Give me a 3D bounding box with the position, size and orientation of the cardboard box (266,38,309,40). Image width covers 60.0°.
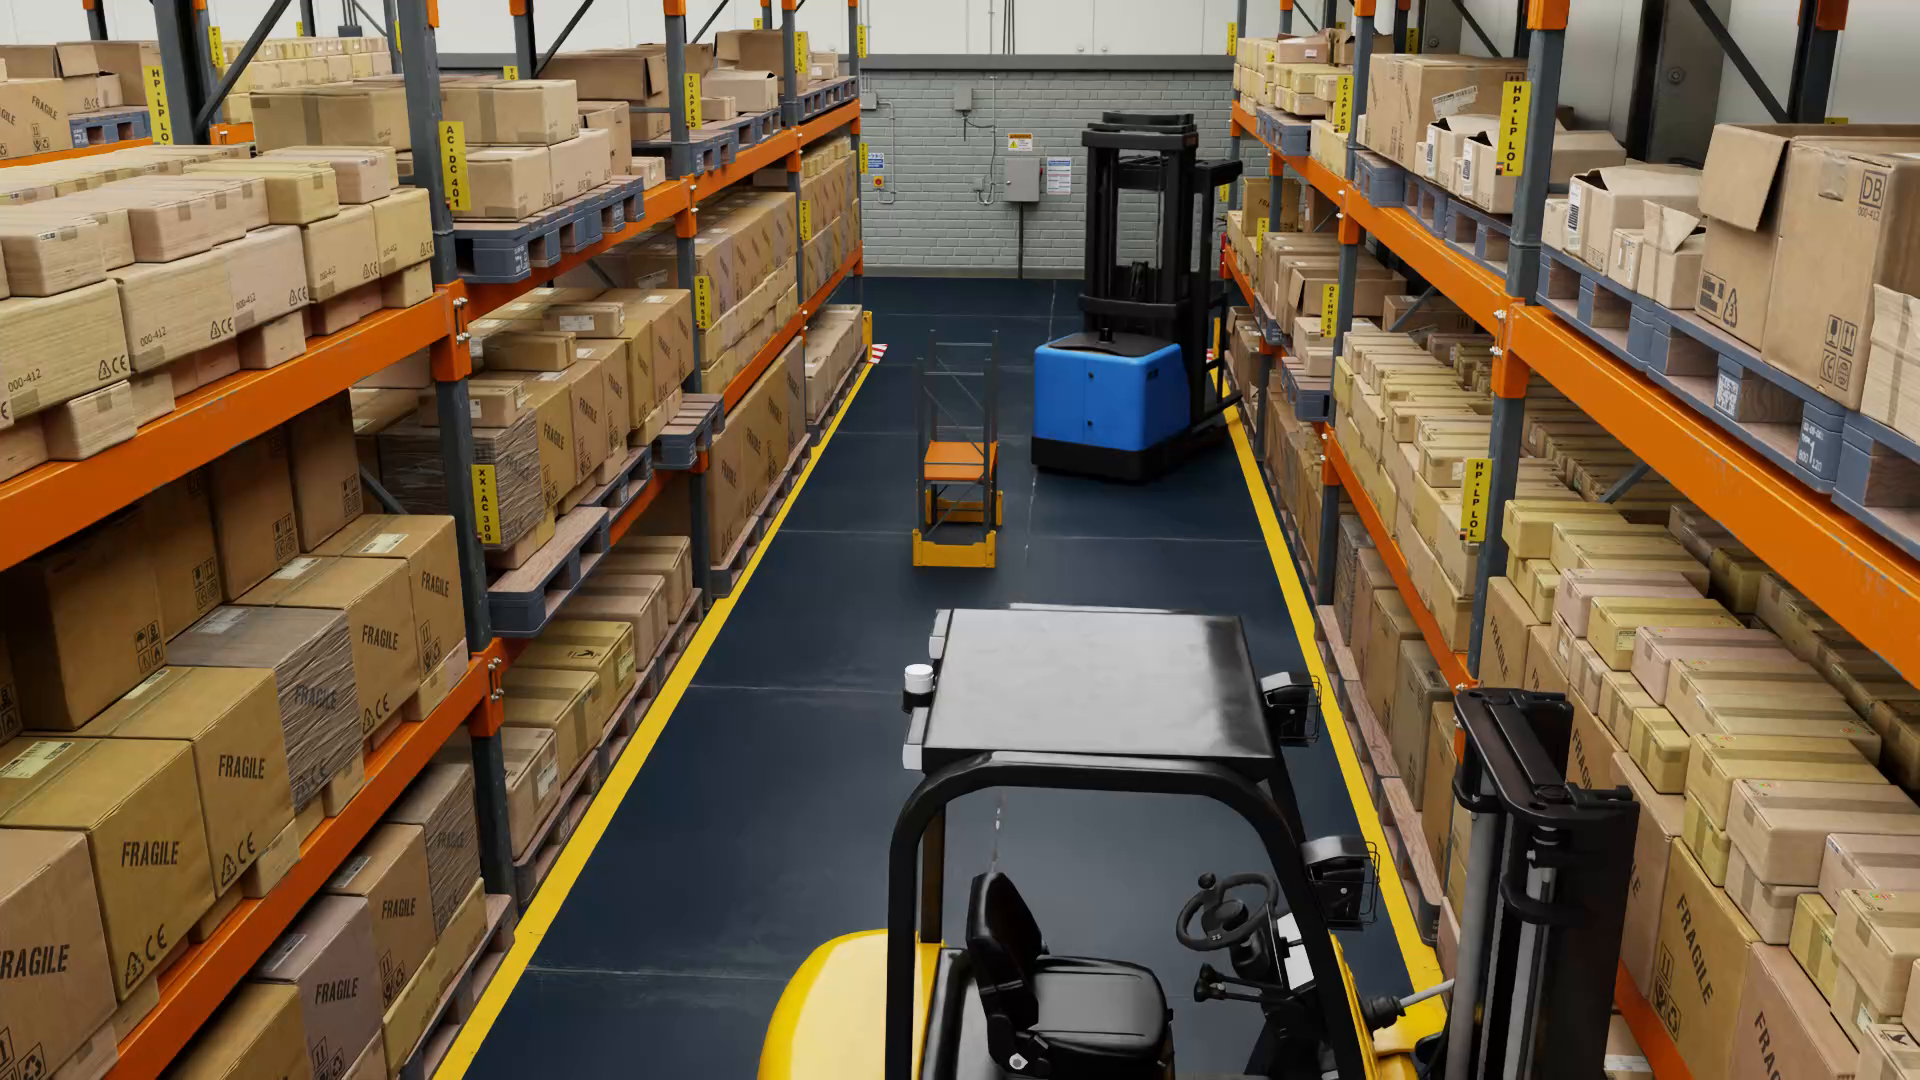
[{"bbox_3d":[-6.903,-5.071,17.061,0.380,0.149,0.250,1,18,4],"label":"cardboard box"}]

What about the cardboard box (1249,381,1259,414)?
[{"bbox_3d":[2.857,-1.306,15.308,0.396,0.266,0.258,2,18,6],"label":"cardboard box"}]

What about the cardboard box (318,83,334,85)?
[{"bbox_3d":[-6.390,-4.275,16.077,0.500,0.250,0.500,2,18,6],"label":"cardboard box"}]

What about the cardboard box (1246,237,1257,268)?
[{"bbox_3d":[2.948,-2.660,15.485,0.500,0.250,0.500,1,18,4],"label":"cardboard box"}]

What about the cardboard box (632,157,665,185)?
[{"bbox_3d":[-1.967,-2.186,9.864,0.380,0.149,0.250,1,18,4],"label":"cardboard box"}]

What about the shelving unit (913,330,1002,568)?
[{"bbox_3d":[-0.005,-0.689,12.117,0.587,1.500,1.083,1,18,4],"label":"shelving unit"}]

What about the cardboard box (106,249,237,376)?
[{"bbox_3d":[-2.311,-0.620,4.443,0.500,0.250,0.500,2,18,5],"label":"cardboard box"}]

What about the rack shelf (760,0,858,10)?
[{"bbox_3d":[-1.723,-5.165,15.532,1.077,0.370,4.000,1,18,4],"label":"rack shelf"}]

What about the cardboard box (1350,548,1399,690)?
[{"bbox_3d":[2.700,0.452,9.364,0.875,0.625,0.625,2,18,6],"label":"cardboard box"}]

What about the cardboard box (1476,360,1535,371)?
[{"bbox_3d":[3.041,-0.883,9.097,0.380,0.149,0.250,1,18,3],"label":"cardboard box"}]

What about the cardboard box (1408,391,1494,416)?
[{"bbox_3d":[2.477,-0.652,8.394,0.380,0.149,0.250,1,18,4],"label":"cardboard box"}]

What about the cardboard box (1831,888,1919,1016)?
[{"bbox_3d":[2.018,0.839,3.364,0.380,0.149,0.250,2,18,5],"label":"cardboard box"}]

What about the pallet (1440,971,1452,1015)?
[{"bbox_3d":[2.412,1.940,6.162,1.003,0.211,1.213,1,18,4],"label":"pallet"}]

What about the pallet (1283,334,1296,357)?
[{"bbox_3d":[2.932,-1.386,12.144,1.003,0.211,1.213,1,18,4],"label":"pallet"}]

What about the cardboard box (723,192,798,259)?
[{"bbox_3d":[-1.648,-2.603,13.784,0.500,0.500,0.500,2,18,6],"label":"cardboard box"}]

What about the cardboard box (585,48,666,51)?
[{"bbox_3d":[-2.317,-3.209,11.747,0.500,0.500,0.500,1,18,4],"label":"cardboard box"}]

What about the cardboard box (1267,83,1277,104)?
[{"bbox_3d":[2.613,-3.505,13.054,0.380,0.149,0.250,1,18,5],"label":"cardboard box"}]

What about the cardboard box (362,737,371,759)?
[{"bbox_3d":[-2.299,0.720,5.813,0.380,0.149,0.250,1,18,3],"label":"cardboard box"}]

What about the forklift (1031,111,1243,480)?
[{"bbox_3d":[1.786,-2.299,14.731,1.130,2.935,3.031,10,21,29],"label":"forklift"}]

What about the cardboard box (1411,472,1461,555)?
[{"bbox_3d":[2.321,-0.115,7.395,0.500,0.250,0.500,1,18,2],"label":"cardboard box"}]

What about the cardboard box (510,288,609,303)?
[{"bbox_3d":[-2.417,-1.237,10.067,0.500,0.500,0.500,1,18,2],"label":"cardboard box"}]

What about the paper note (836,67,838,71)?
[{"bbox_3d":[-1.150,-4.429,15.624,0.006,0.032,0.123,1,18,4],"label":"paper note"}]

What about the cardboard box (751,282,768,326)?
[{"bbox_3d":[-1.735,-1.773,12.455,0.500,0.250,0.500,2,18,5],"label":"cardboard box"}]

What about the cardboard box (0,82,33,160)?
[{"bbox_3d":[-6.763,-2.862,11.361,0.500,0.500,0.500,1,18,4],"label":"cardboard box"}]

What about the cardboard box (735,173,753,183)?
[{"bbox_3d":[-2.035,-3.238,14.680,0.380,0.149,0.250,2,18,5],"label":"cardboard box"}]

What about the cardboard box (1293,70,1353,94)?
[{"bbox_3d":[2.574,-3.247,11.789,0.380,0.149,0.250,1,18,4],"label":"cardboard box"}]

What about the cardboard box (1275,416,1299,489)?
[{"bbox_3d":[2.757,-0.661,12.964,0.500,0.500,0.500,1,18,2],"label":"cardboard box"}]

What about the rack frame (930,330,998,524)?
[{"bbox_3d":[0.030,-0.844,12.590,0.500,1.500,0.032,1,18,4],"label":"rack frame"}]

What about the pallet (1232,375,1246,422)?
[{"bbox_3d":[3.219,-1.383,16.306,1.003,0.211,1.213,1,18,4],"label":"pallet"}]

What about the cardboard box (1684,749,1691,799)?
[{"bbox_3d":[2.145,0.667,4.367,0.380,0.149,0.250,1,18,4],"label":"cardboard box"}]

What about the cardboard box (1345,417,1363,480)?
[{"bbox_3d":[2.481,-0.513,9.413,0.500,0.250,0.500,1,18,3],"label":"cardboard box"}]

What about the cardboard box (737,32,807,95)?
[{"bbox_3d":[-1.615,-4.123,14.376,0.500,0.500,0.500,2,18,5],"label":"cardboard box"}]

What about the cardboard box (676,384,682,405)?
[{"bbox_3d":[-1.889,-0.871,9.993,0.380,0.149,0.250,2,18,5],"label":"cardboard box"}]

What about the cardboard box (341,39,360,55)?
[{"bbox_3d":[-6.299,-4.979,16.782,0.380,0.149,0.250,2,18,5],"label":"cardboard box"}]

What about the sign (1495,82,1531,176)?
[{"bbox_3d":[1.969,-1.460,5.910,0.100,0.325,0.005,1,18,4],"label":"sign"}]

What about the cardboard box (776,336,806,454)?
[{"bbox_3d":[-1.832,-1.221,14.068,0.875,0.875,0.875,2,18,6],"label":"cardboard box"}]

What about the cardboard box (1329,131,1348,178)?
[{"bbox_3d":[2.592,-2.392,10.329,0.500,0.250,0.500,1,18,2],"label":"cardboard box"}]

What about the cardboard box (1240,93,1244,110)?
[{"bbox_3d":[2.968,-4.333,16.417,0.380,0.149,0.250,2,18,5],"label":"cardboard box"}]

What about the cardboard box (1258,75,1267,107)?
[{"bbox_3d":[2.896,-3.928,14.539,0.500,0.250,0.500,1,18,2],"label":"cardboard box"}]

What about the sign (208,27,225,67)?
[{"bbox_3d":[-6.258,-4.151,13.994,0.100,0.325,0.005,1,18,4],"label":"sign"}]

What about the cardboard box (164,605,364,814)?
[{"bbox_3d":[-2.287,0.536,5.333,0.500,0.500,0.500,2,18,5],"label":"cardboard box"}]

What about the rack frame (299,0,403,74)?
[{"bbox_3d":[-6.525,-6.397,17.495,1.000,3.000,0.127,1,18,4],"label":"rack frame"}]

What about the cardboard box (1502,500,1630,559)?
[{"bbox_3d":[2.192,-0.035,6.034,0.380,0.149,0.250,2,18,5],"label":"cardboard box"}]

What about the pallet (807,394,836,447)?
[{"bbox_3d":[-1.734,-1.134,15.546,1.003,0.211,1.213,1,18,4],"label":"pallet"}]

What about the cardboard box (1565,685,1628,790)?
[{"bbox_3d":[2.163,0.773,5.086,0.500,0.500,0.500,1,18,3],"label":"cardboard box"}]

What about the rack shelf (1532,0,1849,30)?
[{"bbox_3d":[2.367,-1.328,3.823,1.077,0.370,4.000,1,18,4],"label":"rack shelf"}]

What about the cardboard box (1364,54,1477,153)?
[{"bbox_3d":[2.503,-2.373,9.036,0.500,0.500,0.500,1,18,4],"label":"cardboard box"}]

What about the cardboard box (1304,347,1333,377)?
[{"bbox_3d":[2.462,-1.166,10.893,0.380,0.149,0.250,2,18,5],"label":"cardboard box"}]

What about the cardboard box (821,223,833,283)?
[{"bbox_3d":[-1.490,-2.723,15.755,0.500,0.500,0.500,1,18,4],"label":"cardboard box"}]

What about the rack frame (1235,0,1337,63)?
[{"bbox_3d":[3.371,-6.209,16.919,1.000,3.000,0.127,1,18,4],"label":"rack frame"}]

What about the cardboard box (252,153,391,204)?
[{"bbox_3d":[-2.187,-1.240,5.694,0.380,0.149,0.250,1,18,3],"label":"cardboard box"}]

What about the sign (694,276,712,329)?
[{"bbox_3d":[-1.612,-1.486,10.409,0.100,0.325,0.005,1,18,4],"label":"sign"}]

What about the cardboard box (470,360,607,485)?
[{"bbox_3d":[-2.036,-0.577,8.053,0.500,0.500,0.500,1,18,4],"label":"cardboard box"}]

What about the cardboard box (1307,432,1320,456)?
[{"bbox_3d":[2.713,-0.677,11.969,0.380,0.149,0.250,1,18,3],"label":"cardboard box"}]

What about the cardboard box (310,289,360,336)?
[{"bbox_3d":[-2.259,-0.785,5.588,0.380,0.149,0.250,1,18,4],"label":"cardboard box"}]

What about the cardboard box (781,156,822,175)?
[{"bbox_3d":[-1.480,-3.466,15.376,0.380,0.149,0.250,1,18,2],"label":"cardboard box"}]
